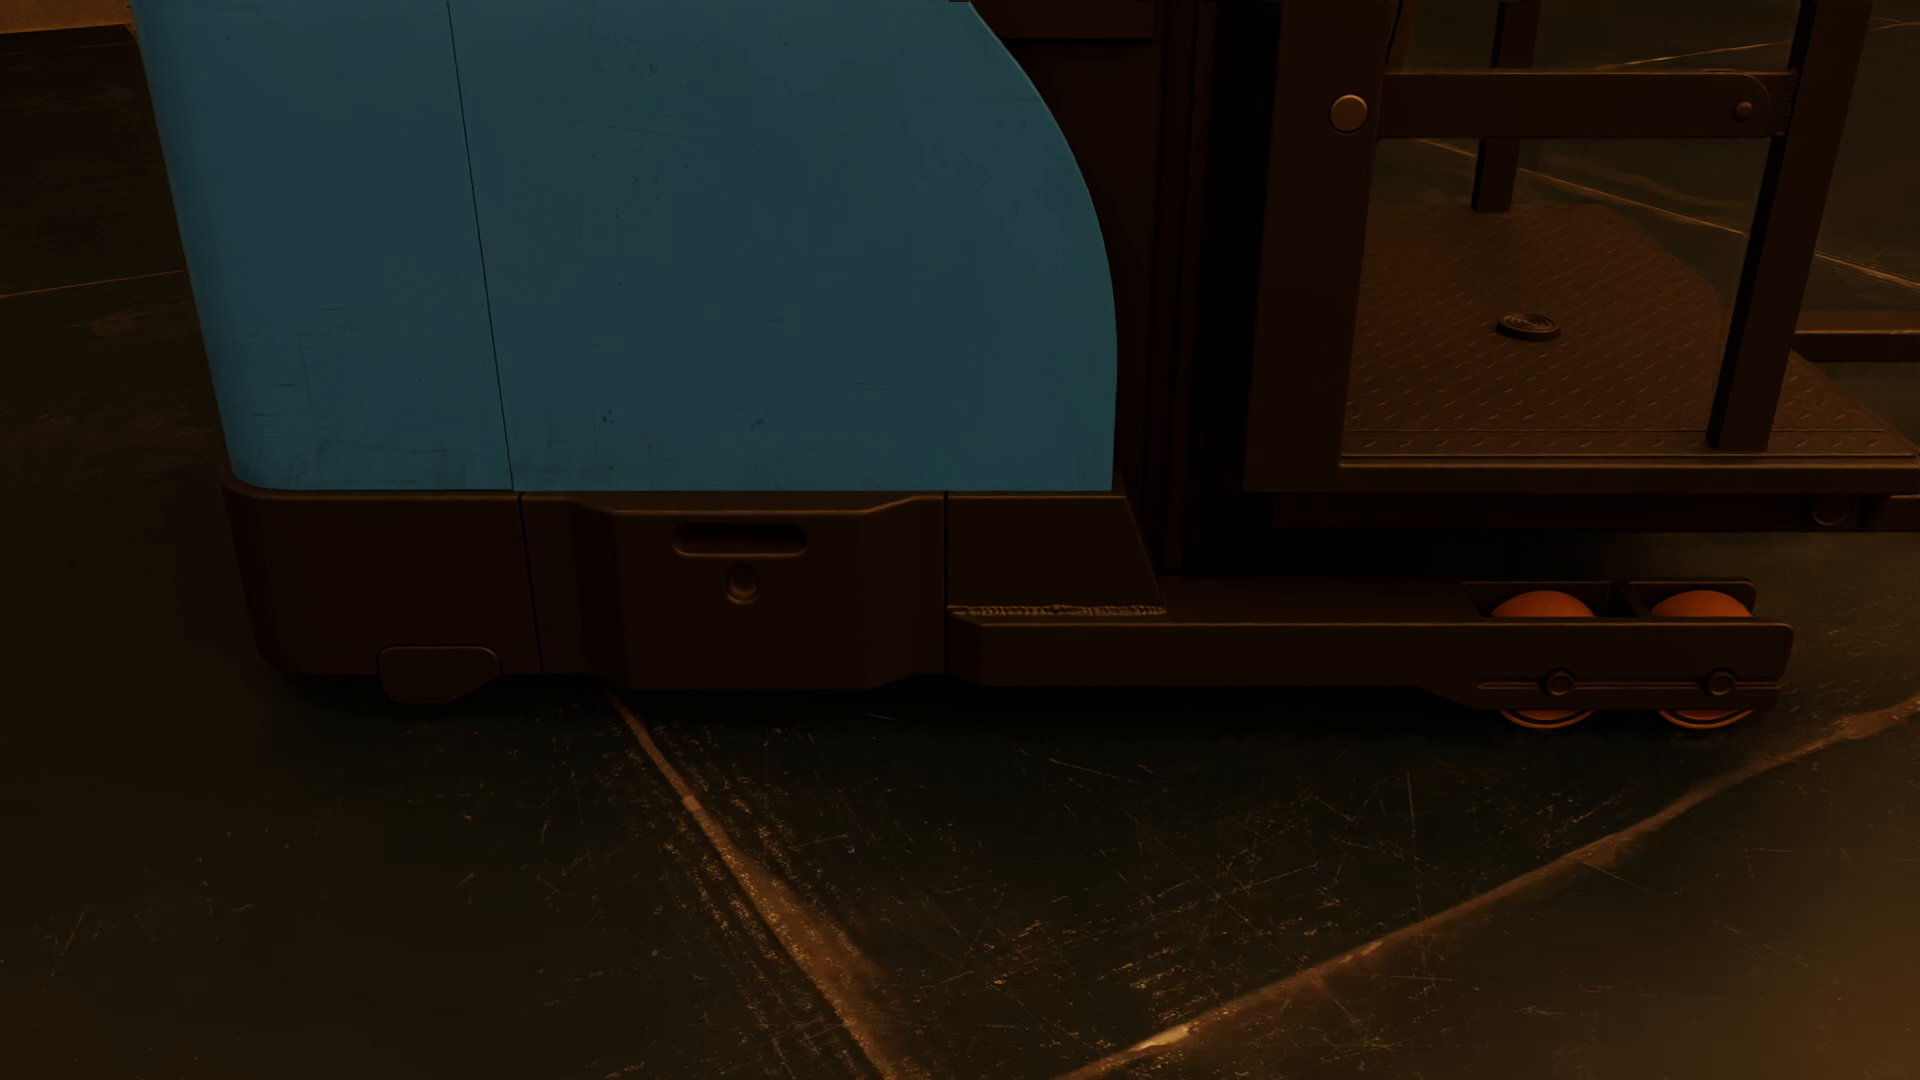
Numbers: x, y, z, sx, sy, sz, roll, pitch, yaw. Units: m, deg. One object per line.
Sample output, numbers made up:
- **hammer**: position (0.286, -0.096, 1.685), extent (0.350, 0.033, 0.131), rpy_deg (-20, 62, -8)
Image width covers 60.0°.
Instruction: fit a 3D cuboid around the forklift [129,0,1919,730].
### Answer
- **forklift**: position (0.628, -1.317, 1.856), extent (3.031, 2.935, 1.130), rpy_deg (0, 27, 0)
